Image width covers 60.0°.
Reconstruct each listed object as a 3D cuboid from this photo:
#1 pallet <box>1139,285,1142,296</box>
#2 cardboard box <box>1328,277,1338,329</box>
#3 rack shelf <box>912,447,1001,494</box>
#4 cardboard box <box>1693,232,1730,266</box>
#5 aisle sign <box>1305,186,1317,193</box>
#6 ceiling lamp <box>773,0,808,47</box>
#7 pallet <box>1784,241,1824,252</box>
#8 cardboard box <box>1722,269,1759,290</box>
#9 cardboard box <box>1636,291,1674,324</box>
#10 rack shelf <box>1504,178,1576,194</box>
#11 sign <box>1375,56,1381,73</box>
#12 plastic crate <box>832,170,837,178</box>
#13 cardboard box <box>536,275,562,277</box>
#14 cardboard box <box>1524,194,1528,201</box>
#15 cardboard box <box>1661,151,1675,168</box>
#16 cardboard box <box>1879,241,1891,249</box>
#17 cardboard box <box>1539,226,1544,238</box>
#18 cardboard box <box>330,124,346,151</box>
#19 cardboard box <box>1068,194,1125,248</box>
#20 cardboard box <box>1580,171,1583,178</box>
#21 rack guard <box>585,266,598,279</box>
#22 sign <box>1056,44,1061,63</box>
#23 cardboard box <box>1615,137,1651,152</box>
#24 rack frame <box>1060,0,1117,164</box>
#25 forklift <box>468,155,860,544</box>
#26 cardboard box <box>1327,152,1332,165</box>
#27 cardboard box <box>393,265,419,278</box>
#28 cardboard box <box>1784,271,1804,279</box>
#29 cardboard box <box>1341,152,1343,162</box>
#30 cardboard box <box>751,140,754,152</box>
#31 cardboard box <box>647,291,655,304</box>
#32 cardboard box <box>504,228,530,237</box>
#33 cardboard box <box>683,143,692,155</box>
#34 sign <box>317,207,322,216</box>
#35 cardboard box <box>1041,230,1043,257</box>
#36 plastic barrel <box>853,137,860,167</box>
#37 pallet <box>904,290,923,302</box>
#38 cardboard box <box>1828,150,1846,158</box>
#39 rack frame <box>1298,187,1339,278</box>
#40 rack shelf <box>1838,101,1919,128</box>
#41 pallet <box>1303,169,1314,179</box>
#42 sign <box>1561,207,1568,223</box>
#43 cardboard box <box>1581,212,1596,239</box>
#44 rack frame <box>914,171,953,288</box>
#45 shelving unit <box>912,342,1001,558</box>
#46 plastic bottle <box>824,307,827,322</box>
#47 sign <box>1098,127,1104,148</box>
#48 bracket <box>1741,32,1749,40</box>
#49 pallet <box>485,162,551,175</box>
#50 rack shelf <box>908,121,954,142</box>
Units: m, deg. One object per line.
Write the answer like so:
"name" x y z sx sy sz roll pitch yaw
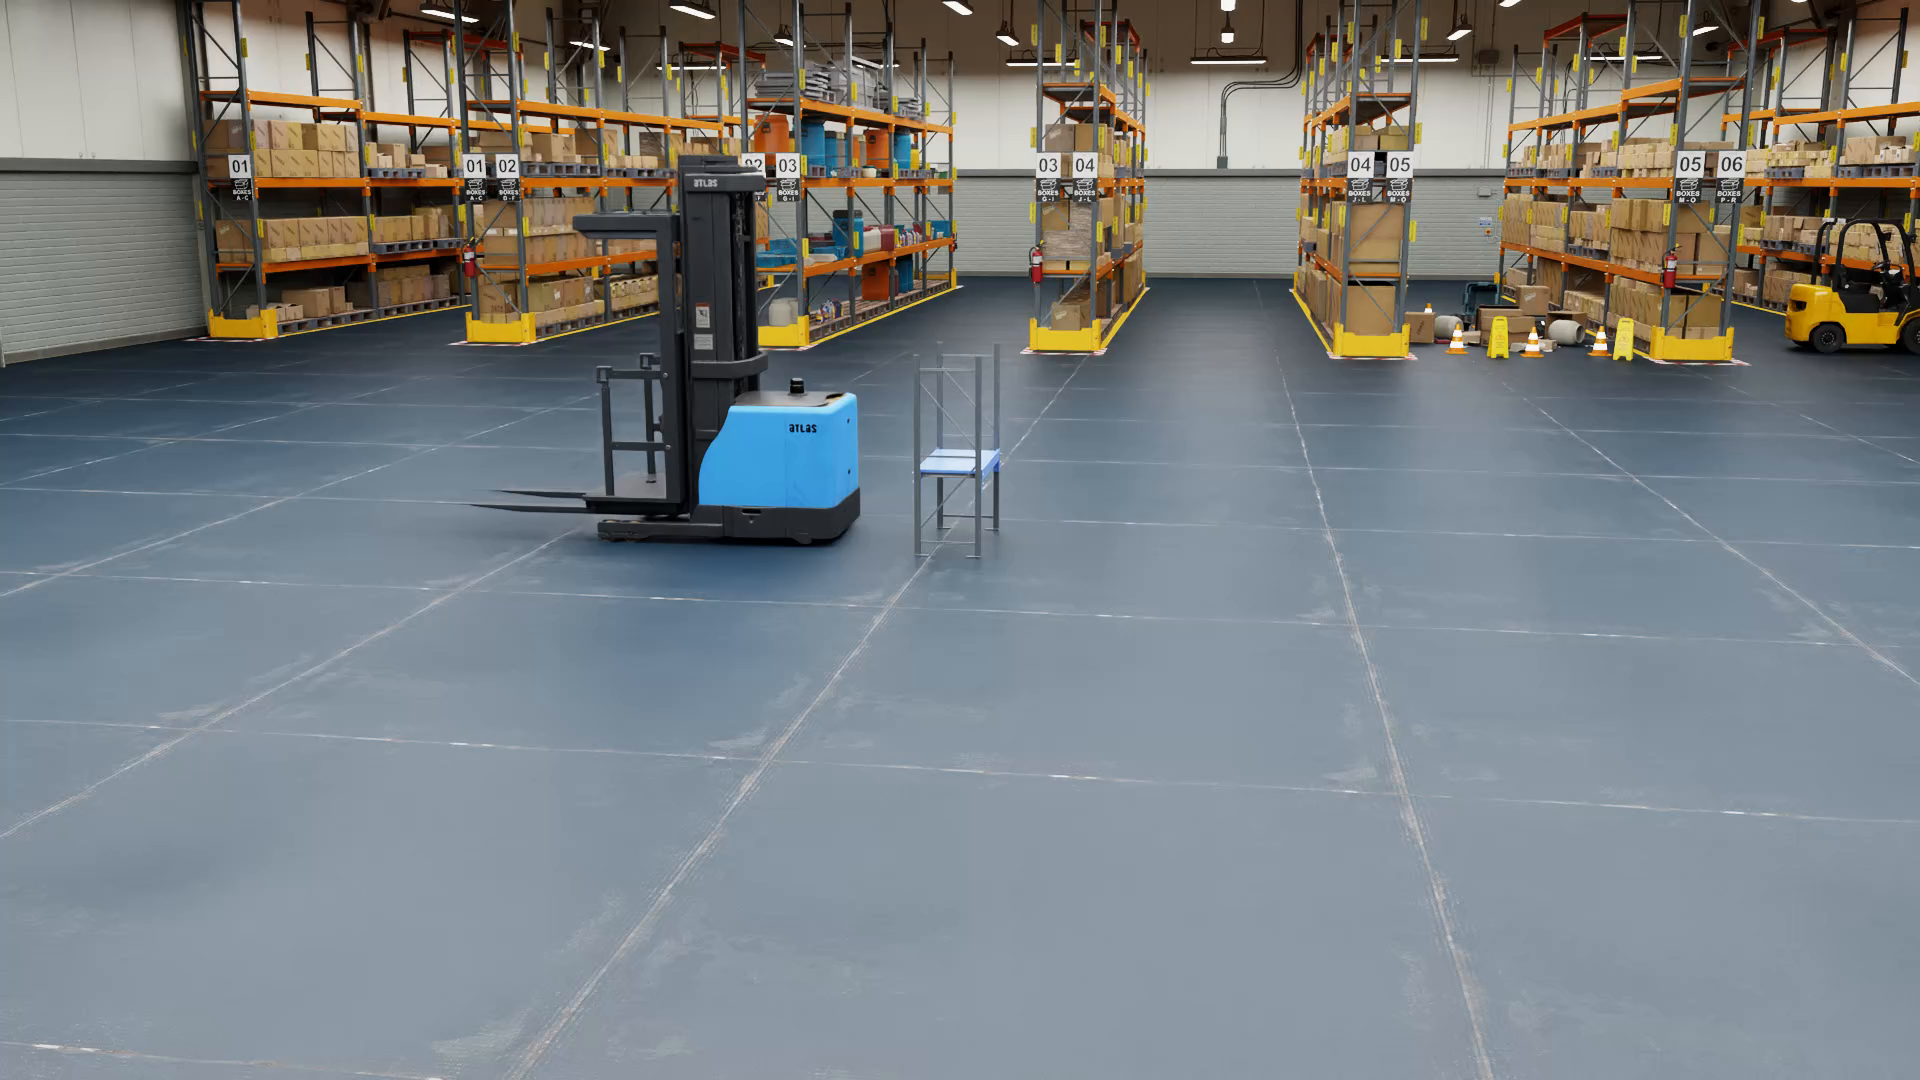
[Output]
"pallet" 3.970 -6.186 41.197 1.003 0.211 1.213 2 12 9
"cardboard box" 6.945 -4.142 29.139 0.875 0.875 0.875 2 12 9
"rack shelf" -0.013 -0.540 12.791 0.538 0.185 1.000 2 12 9
"cardboard box" 11.884 -4.604 26.291 0.500 0.500 0.500 2 12 8
"aisle sign" 8.806 -9.085 41.860 0.394 0.787 0.004 2 12 9
"ceiling lamp" -3.656 -12.985 38.028 0.800 3.185 2.000 2 12 9
"pallet" 17.968 -6.136 34.801 1.003 0.211 1.213 2 12 9
"cardboard box" 18.546 -6.173 39.452 0.700 0.500 0.500 2 12 11
"cardboard box" 11.480 -3.831 27.401 0.500 0.500 0.500 2 12 11
"rack shelf" 13.691 -8.349 39.200 1.077 0.370 4.000 2 12 9
"sign" 8.410 -9.574 33.464 0.100 0.325 0.005 2 12 9
"plastic crate" -2.381 -6.624 30.116 0.243 0.136 0.396 2 12 9
"cardboard box" -7.877 -4.832 32.045 0.500 0.500 0.500 2 12 9
"cardboard box" 13.336 -7.956 38.642 0.380 0.149 0.250 2 12 8
"cardboard box" 11.350 -5.973 26.120 0.500 0.250 0.500 2 12 8
"cardboard box" 16.953 -5.381 30.012 0.500 0.250 0.500 2 12 7
"cardboard box" 12.880 -6.693 36.098 0.500 0.250 0.500 2 12 9
"cardboard box" -12.206 -7.740 32.012 0.500 0.500 0.500 3 12 12
"cardboard box" 2.621 -6.133 31.910 1.000 1.000 1.000 2 12 9
"cardboard box" 12.551 -7.268 33.076 0.380 0.149 0.250 2 12 9
"rack guard" -10.473 -7.236 45.383 1.175 0.500 0.348 2 12 9
"sign" 1.811 -8.957 30.602 0.100 0.325 0.005 2 12 9
"cardboard box" 12.116 -7.120 29.963 0.500 0.250 0.500 2 12 10
"rack frame" 2.361 -8.406 30.639 1.000 3.000 0.127 2 12 9
"forklift" -2.377 -1.522 13.096 3.031 2.935 1.130 2 12 8
"cardboard box" 7.298 -7.341 31.792 0.500 0.311 0.500 1 12 7
"cardboard box" -11.990 -5.772 35.765 0.500 0.250 0.500 2 12 8
"cardboard box" 17.872 -5.670 35.578 0.380 0.149 0.250 2 12 9
"cardboard box" 6.465 -6.295 27.327 0.380 0.149 0.250 2 12 9
"cardboard box" -5.645 -10.190 43.424 0.700 0.500 0.500 2 12 9
"cardboard box" -6.808 -5.160 35.344 0.500 0.250 0.500 2 12 10
"cardboard box" -7.769 -5.403 29.168 0.380 0.149 0.250 2 12 8
"cardboard box" -6.550 -8.850 38.346 0.600 0.600 0.600 1 12 6
"sign" -12.872 -6.538 33.463 0.100 0.325 0.005 2 12 9
"cardboard box" 1.815 -5.057 28.393 0.875 0.500 0.500 2 12 9
"plastic barrel" -2.360 -7.843 34.125 0.600 0.830 0.708 2 12 9
"pallet" -1.463 -5.777 39.298 1.003 0.211 1.213 2 12 9
"cardboard box" 17.434 -7.639 32.905 0.380 0.149 0.250 2 12 10
"rack frame" 9.091 -7.790 42.019 1.000 3.000 0.127 2 12 9
"rack shelf" 17.365 -7.794 30.456 1.077 0.370 4.000 2 12 9
"pallet" 8.120 -7.990 36.276 1.213 0.211 1.003 2 12 9
"sign" 12.219 -6.568 33.603 0.100 0.325 0.005 2 12 9
"cardboard box" 12.322 -6.079 32.140 0.500 0.500 0.500 2 12 10
"rack frame" -0.688 -8.132 43.607 1.000 3.000 0.127 2 12 9
"shelving unit" -0.013 -0.715 12.753 0.538 1.500 1.048 2 12 9
"plastic bottle" -2.494 -4.142 30.525 0.097 0.271 0.097 0 12 0
"sign" 2.281 -6.517 26.918 0.100 0.325 0.005 2 12 9
"bracket" 19.794 -12.640 41.739 0.235 0.232 0.430 2 12 9
"pallet" -7.908 -6.532 29.272 1.003 0.211 1.213 2 12 9
"rack shelf" -0.996 -10.101 41.161 1.077 0.370 4.000 2 12 9
